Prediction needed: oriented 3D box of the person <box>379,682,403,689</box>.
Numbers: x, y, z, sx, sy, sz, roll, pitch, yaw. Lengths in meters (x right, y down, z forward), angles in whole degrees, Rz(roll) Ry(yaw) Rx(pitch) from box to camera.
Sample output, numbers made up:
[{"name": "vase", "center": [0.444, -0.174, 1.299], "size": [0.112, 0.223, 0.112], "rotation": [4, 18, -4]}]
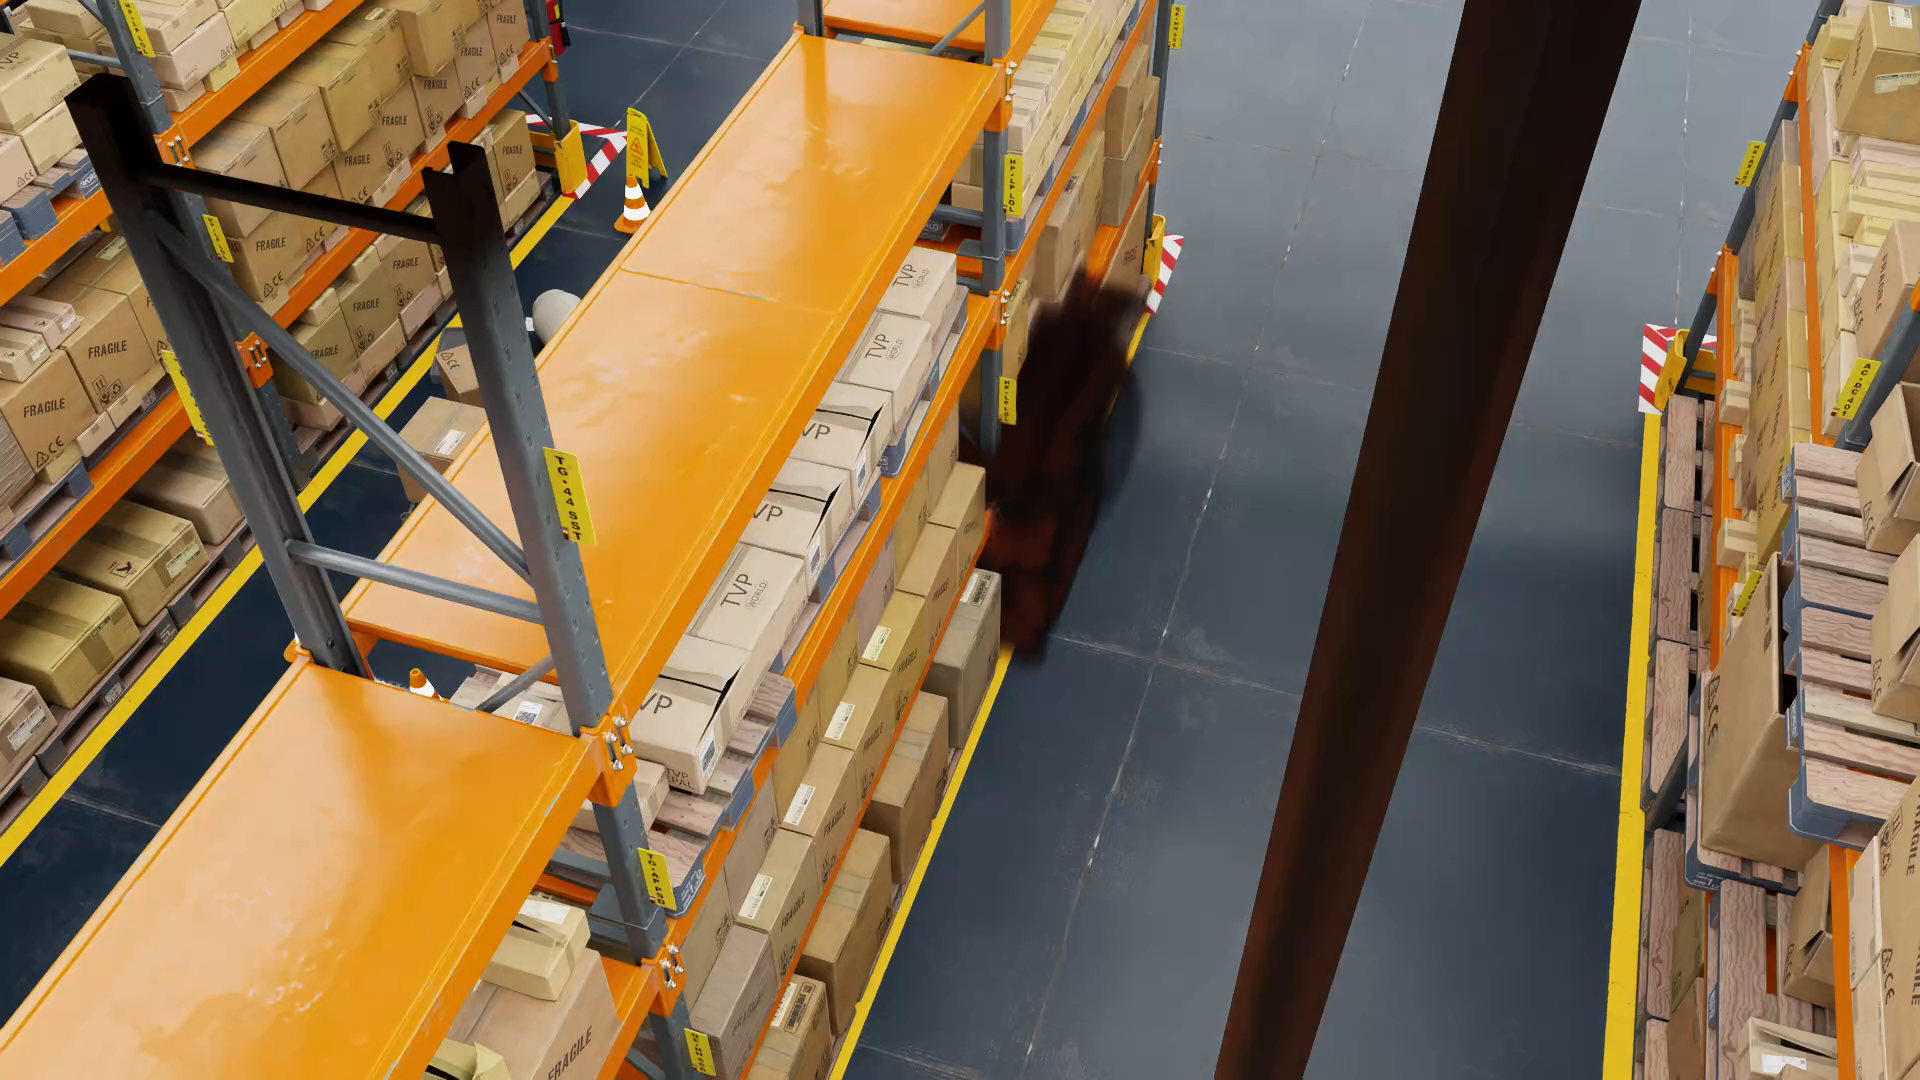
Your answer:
[{"name": "person", "center": [-2.820, 1.233, 8.270], "size": [0.607, 1.806, 0.397], "rotation": [-30, 53, -26]}]
